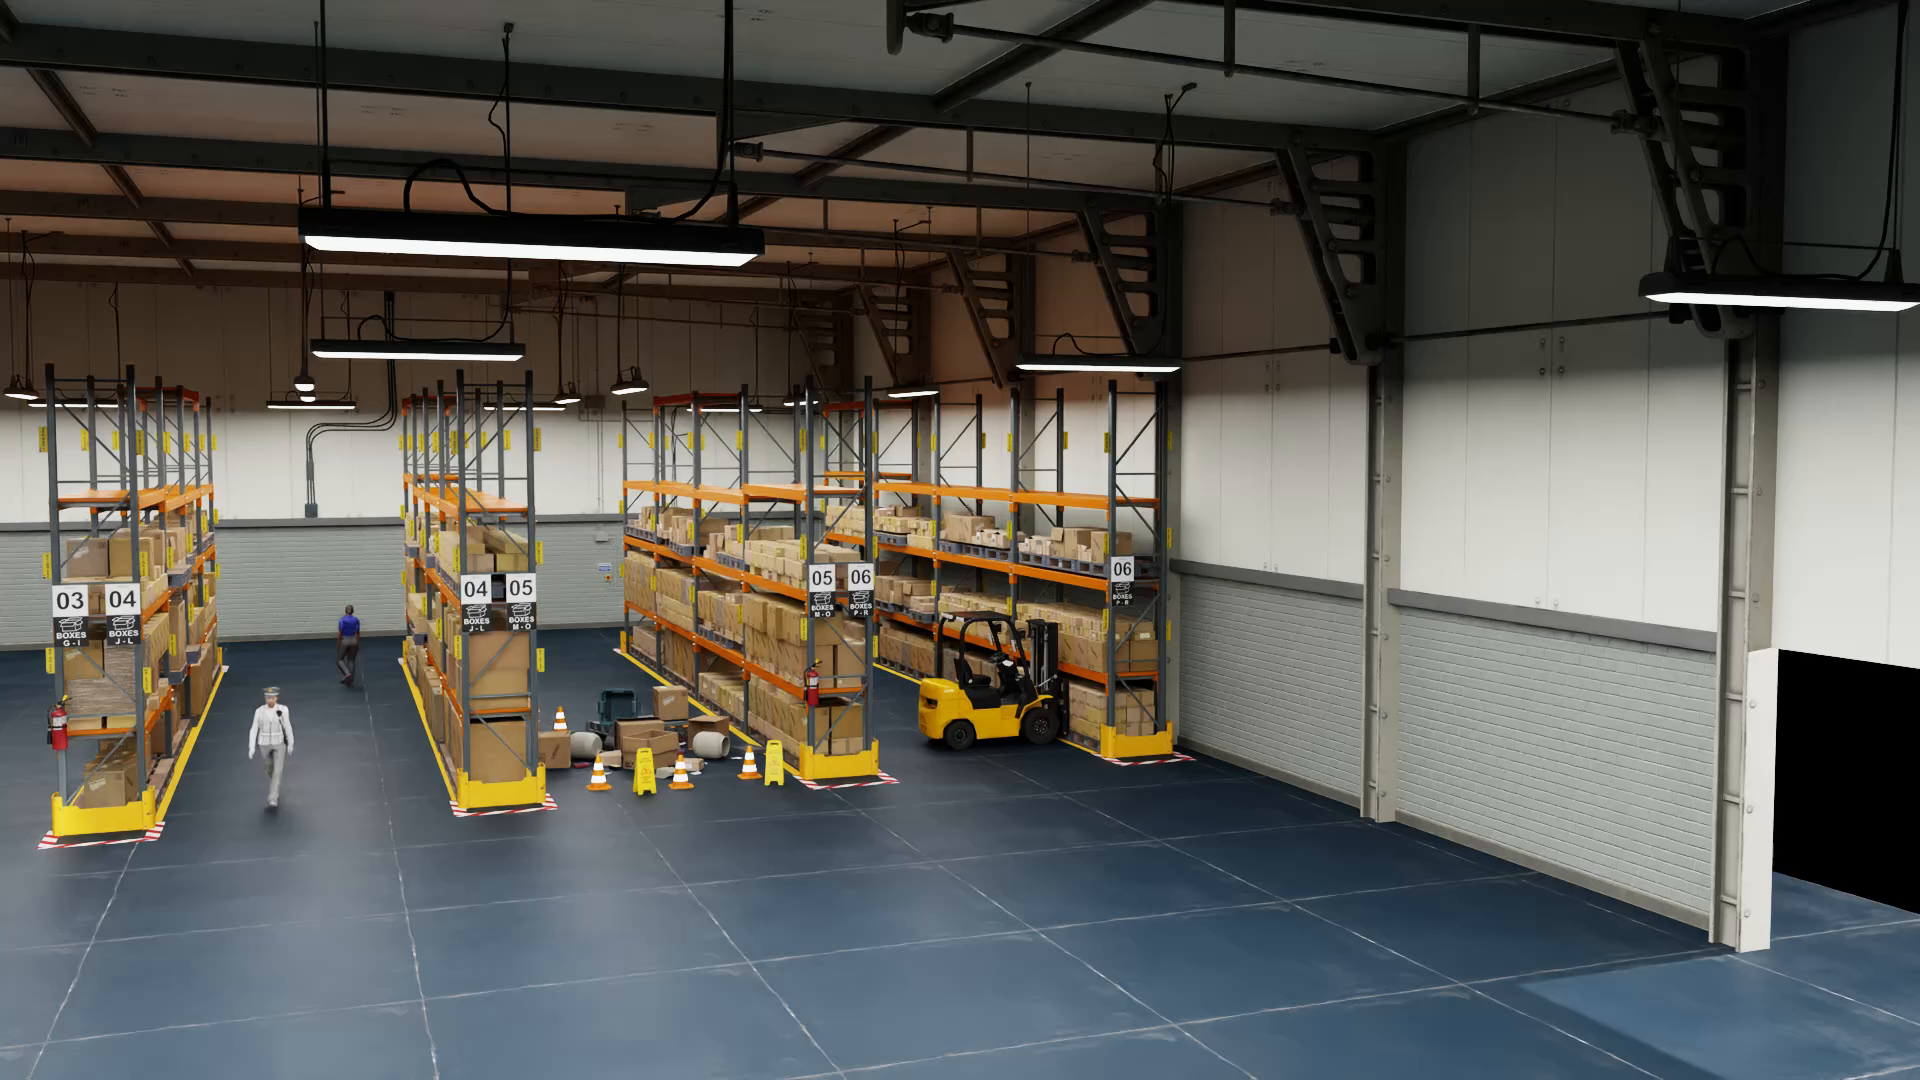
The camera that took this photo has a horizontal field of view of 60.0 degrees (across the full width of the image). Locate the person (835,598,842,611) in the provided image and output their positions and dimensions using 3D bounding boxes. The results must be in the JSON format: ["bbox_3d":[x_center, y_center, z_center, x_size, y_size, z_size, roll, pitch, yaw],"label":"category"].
[{"bbox_3d":[-2.708,2.017,36.246,0.500,1.717,0.588,1,4,23],"label":"person"}]

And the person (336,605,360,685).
[{"bbox_3d":[-12.578,2.168,34.270,0.486,1.653,0.472,-3,4,-39],"label":"person"}]

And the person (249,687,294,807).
[{"bbox_3d":[-9.482,2.836,22.868,0.534,1.626,0.902,-1,3,-12],"label":"person"}]
